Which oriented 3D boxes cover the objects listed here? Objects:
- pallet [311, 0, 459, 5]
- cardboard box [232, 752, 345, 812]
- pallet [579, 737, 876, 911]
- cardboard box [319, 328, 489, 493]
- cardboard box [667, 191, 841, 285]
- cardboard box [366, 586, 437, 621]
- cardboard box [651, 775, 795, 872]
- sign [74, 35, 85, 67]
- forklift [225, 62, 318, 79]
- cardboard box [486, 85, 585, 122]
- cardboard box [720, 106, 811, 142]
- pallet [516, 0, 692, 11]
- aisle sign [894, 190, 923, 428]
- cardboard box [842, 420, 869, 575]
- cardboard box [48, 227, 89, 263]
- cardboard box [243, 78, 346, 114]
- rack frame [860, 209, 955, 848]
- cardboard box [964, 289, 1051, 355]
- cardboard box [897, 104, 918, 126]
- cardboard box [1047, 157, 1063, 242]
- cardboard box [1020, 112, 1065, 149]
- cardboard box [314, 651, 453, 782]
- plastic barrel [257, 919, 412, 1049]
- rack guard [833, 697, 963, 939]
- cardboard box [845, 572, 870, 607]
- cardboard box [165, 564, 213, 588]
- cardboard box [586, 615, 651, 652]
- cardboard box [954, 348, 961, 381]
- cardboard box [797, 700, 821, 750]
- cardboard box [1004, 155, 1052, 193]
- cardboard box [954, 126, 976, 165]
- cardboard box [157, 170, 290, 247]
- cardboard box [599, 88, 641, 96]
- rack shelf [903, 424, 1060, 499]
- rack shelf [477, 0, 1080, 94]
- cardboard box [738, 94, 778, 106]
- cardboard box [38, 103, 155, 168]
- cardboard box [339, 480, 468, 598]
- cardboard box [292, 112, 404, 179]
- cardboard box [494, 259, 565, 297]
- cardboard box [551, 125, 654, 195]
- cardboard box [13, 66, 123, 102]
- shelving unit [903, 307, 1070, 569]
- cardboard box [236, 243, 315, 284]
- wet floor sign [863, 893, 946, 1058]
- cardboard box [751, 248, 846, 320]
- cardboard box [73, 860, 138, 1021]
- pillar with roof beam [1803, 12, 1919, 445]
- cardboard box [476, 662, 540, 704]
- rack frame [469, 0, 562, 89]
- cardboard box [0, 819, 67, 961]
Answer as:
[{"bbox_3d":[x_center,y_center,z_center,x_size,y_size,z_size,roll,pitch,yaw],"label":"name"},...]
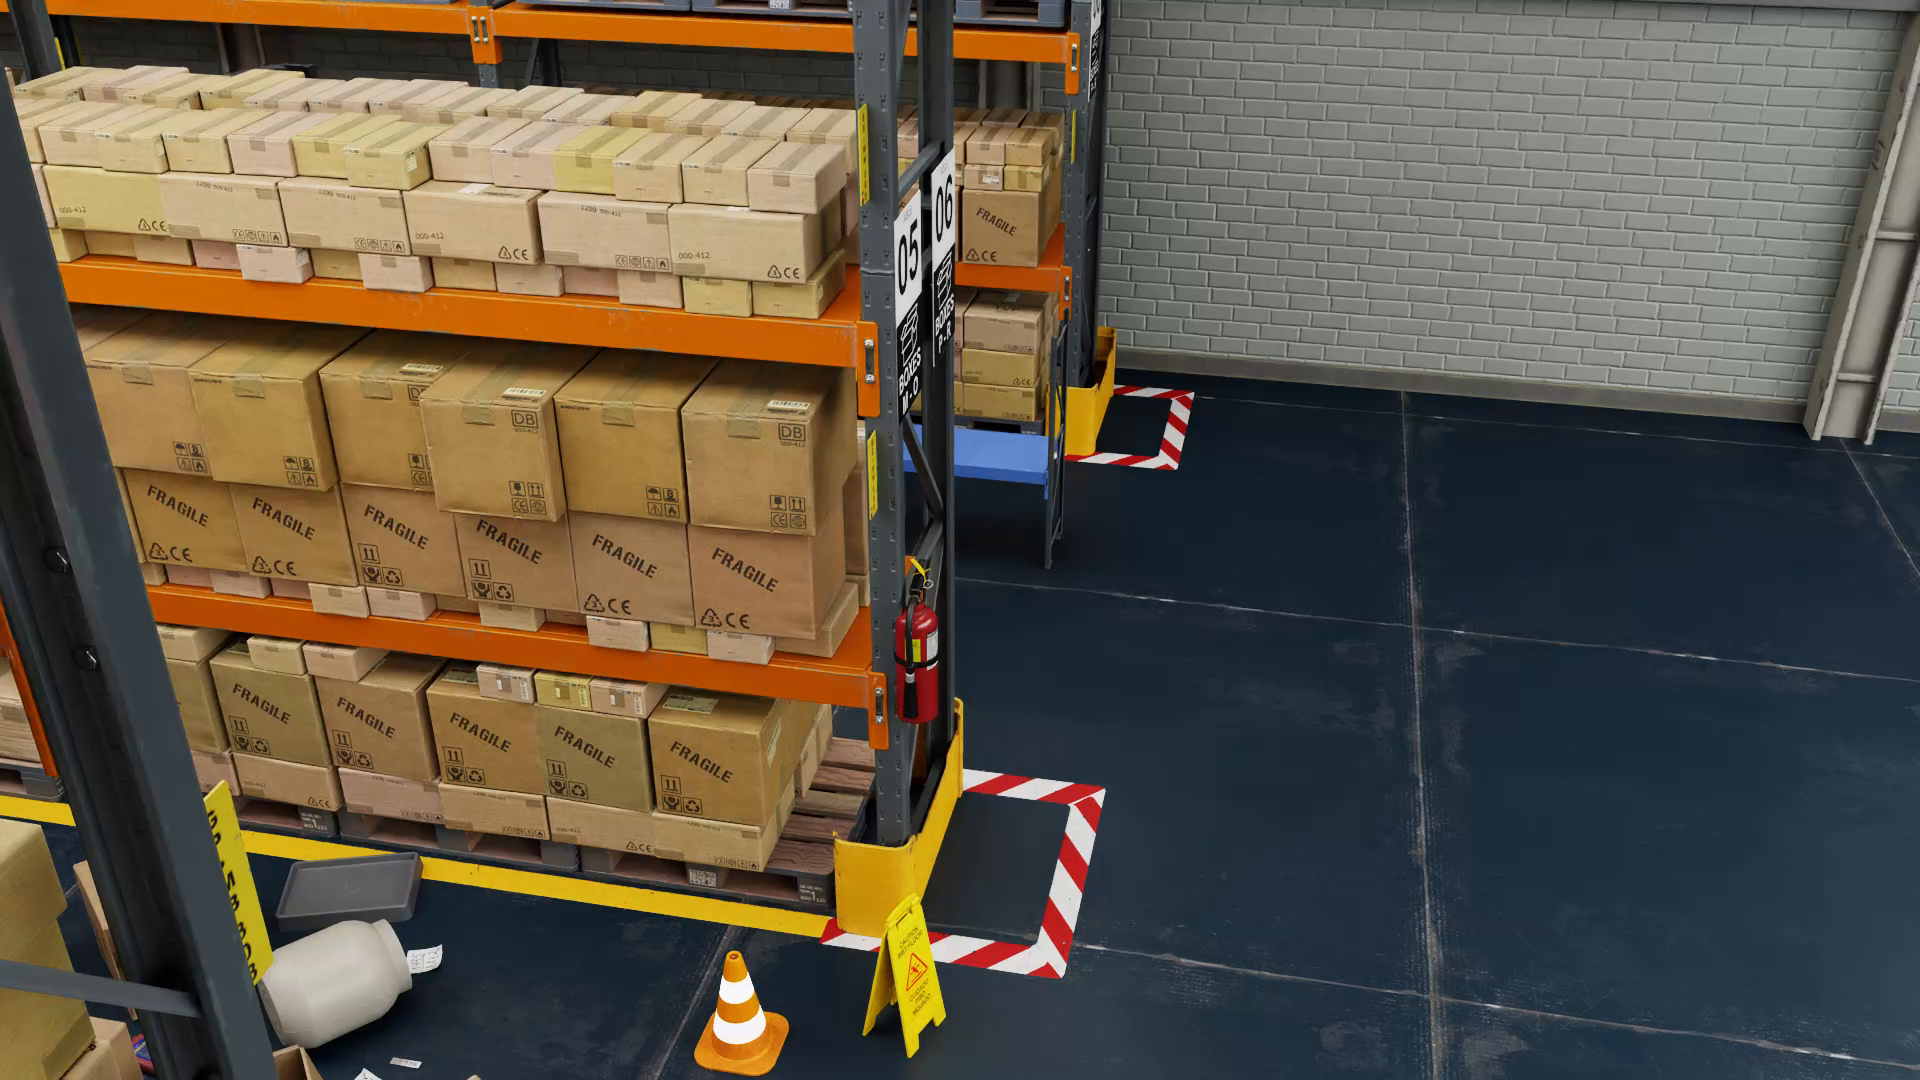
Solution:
[{"bbox_3d":[-3.933,-3.899,11.486,1.217,0.209,0.805,5,29,9],"label":"pallet"},{"bbox_3d":[-3.056,1.003,7.883,0.500,0.250,0.500,8,30,13],"label":"cardboard box"},{"bbox_3d":[-1.051,1.265,7.881,1.213,0.211,1.003,6,29,11],"label":"pallet"},{"bbox_3d":[-2.207,-0.586,6.904,0.500,0.500,0.700,6,29,10],"label":"cardboard box"},{"bbox_3d":[-0.746,-1.158,6.126,0.500,0.250,0.500,5,29,10],"label":"cardboard box"},{"bbox_3d":[-2.359,0.184,7.214,0.250,0.149,0.380,6,29,10],"label":"cardboard box"},{"bbox_3d":[-1.059,1.212,7.500,0.500,0.250,0.500,6,29,10],"label":"cardboard box"},{"bbox_3d":[-6.867,-3.755,12.941,0.005,0.325,0.100,6,29,11],"label":"sign"},{"bbox_3d":[-3.247,-1.094,9.358,3.031,2.935,1.130,5,29,9],"label":"forklift"},{"bbox_3d":[-1.706,-1.716,6.730,0.250,0.149,0.380,7,29,12],"label":"cardboard box"},{"bbox_3d":[-0.744,-1.557,6.440,0.250,0.149,0.380,6,29,10],"label":"cardboard box"},{"bbox_3d":[-2.229,-3.788,11.177,1.213,0.211,1.003,6,29,11],"label":"pallet"},{"bbox_3d":[-0.189,-0.850,6.134,0.004,0.787,0.394,6,29,11],"label":"aisle sign"},{"bbox_3d":[-0.595,-0.204,7.248,0.500,0.500,0.500,5,29,10],"label":"cardboard box"},{"bbox_3d":[-3.604,-1.259,6.726,0.250,0.149,0.380,6,29,11],"label":"cardboard box"},{"bbox_3d":[-2.723,-1.782,6.852,0.250,0.149,0.380,5,29,10],"label":"cardboard box"},{"bbox_3d":[-0.189,0.148,7.019,0.127,3.000,1.000,6,29,11],"label":"rack frame"},{"bbox_3d":[0.328,-1.500,11.413,0.500,0.250,0.500,7,29,12],"label":"cardboard box"},{"bbox_3d":[-0.452,-2.885,11.469,0.250,0.149,0.380,7,29,12],"label":"cardboard box"},{"bbox_3d":[0.417,-2.408,11.582,0.500,0.500,0.500,7,29,12],"label":"cardboard box"},{"bbox_3d":[0.560,-2.777,11.271,0.250,0.149,0.380,5,29,10],"label":"cardboard box"},{"bbox_3d":[-2.548,0.726,7.607,0.500,0.500,0.500,7,30,13],"label":"cardboard box"},{"bbox_3d":[-2.525,1.782,6.717,0.512,0.421,0.421,-21,35,-33],"label":"plastic barrel"},{"bbox_3d":[-0.264,1.236,7.633,0.348,0.500,1.175,6,29,11],"label":"rack guard"},{"bbox_3d":[-0.478,0.127,7.319,0.250,0.149,0.380,6,29,11],"label":"cardboard box"},{"bbox_3d":[-3.336,0.052,7.455,0.250,0.149,0.380,6,29,10],"label":"cardboard box"},{"bbox_3d":[-1.375,0.300,7.002,0.250,0.149,0.380,6,29,11],"label":"cardboard box"},{"bbox_3d":[-0.186,-1.339,11.639,0.500,0.250,0.500,6,29,10],"label":"cardboard box"},{"bbox_3d":[-0.944,0.628,7.787,0.500,0.500,0.500,5,29,9],"label":"cardboard box"},{"bbox_3d":[0.446,-2.415,10.921,0.250,0.149,0.380,6,29,11],"label":"cardboard box"},{"bbox_3d":[-0.060,-2.603,10.954,0.250,0.149,0.380,7,29,12],"label":"cardboard box"},{"bbox_3d":[-2.735,-1.358,6.491,0.500,0.250,0.500,6,29,11],"label":"cardboard box"},{"bbox_3d":[-2.456,-3.109,11.878,0.250,0.149,0.380,5,29,9],"label":"cardboard box"},{"bbox_3d":[0.083,-0.492,10.123,1.000,0.185,0.538,6,29,11],"label":"rack shelf"},{"bbox_3d":[-1.112,-3.385,11.096,4.000,0.370,1.077,6,29,11],"label":"rack shelf"},{"bbox_3d":[-1.447,-3.010,11.697,0.250,0.149,0.380,6,29,10],"label":"cardboard box"},{"bbox_3d":[-3.344,-1.581,6.484,0.250,0.149,0.380,5,29,9],"label":"cardboard box"},{"bbox_3d":[-2.247,-0.116,7.086,0.500,0.500,0.500,6,29,11],"label":"cardboard box"},{"bbox_3d":[-2.324,-1.507,6.348,0.250,0.149,0.380,6,29,12],"label":"cardboard box"},{"bbox_3d":[-1.587,-1.074,6.388,0.250,0.149,0.380,6,29,10],"label":"cardboard box"},{"bbox_3d":[-1.317,-1.413,6.178,0.250,0.149,0.380,6,29,11],"label":"cardboard box"},{"bbox_3d":[-3.746,-1.880,7.029,0.250,0.149,0.380,6,29,12],"label":"cardboard box"},{"bbox_3d":[0.083,-0.649,10.036,1.048,1.500,0.538,6,29,11],"label":"shelving unit"},{"bbox_3d":[-2.605,-1.142,6.513,0.250,0.149,0.380,5,29,10],"label":"cardboard box"},{"bbox_3d":[-0.227,1.702,6.631,0.232,0.644,0.267,17,33,28],"label":"wet floor sign"},{"bbox_3d":[-0.597,-0.962,6.184,0.250,0.149,0.380,6,29,11],"label":"cardboard box"},{"bbox_3d":[-3.337,1.588,6.988,0.500,0.500,0.500,-21,35,-33],"label":"cardboard box"},{"bbox_3d":[5.320,-2.685,5.945,0.400,9.000,9.100,6,29,11],"label":"pillar with roof beam"},{"bbox_3d":[-1.903,0.539,7.274,0.250,0.149,0.380,7,29,13],"label":"cardboard box"},{"bbox_3d":[-3.068,-2.585,12.010,0.127,3.000,1.000,6,29,11],"label":"rack frame"},{"bbox_3d":[-1.384,0.516,2.112,0.250,0.149,0.380,6,29,11],"label":"cardboard box"}]
